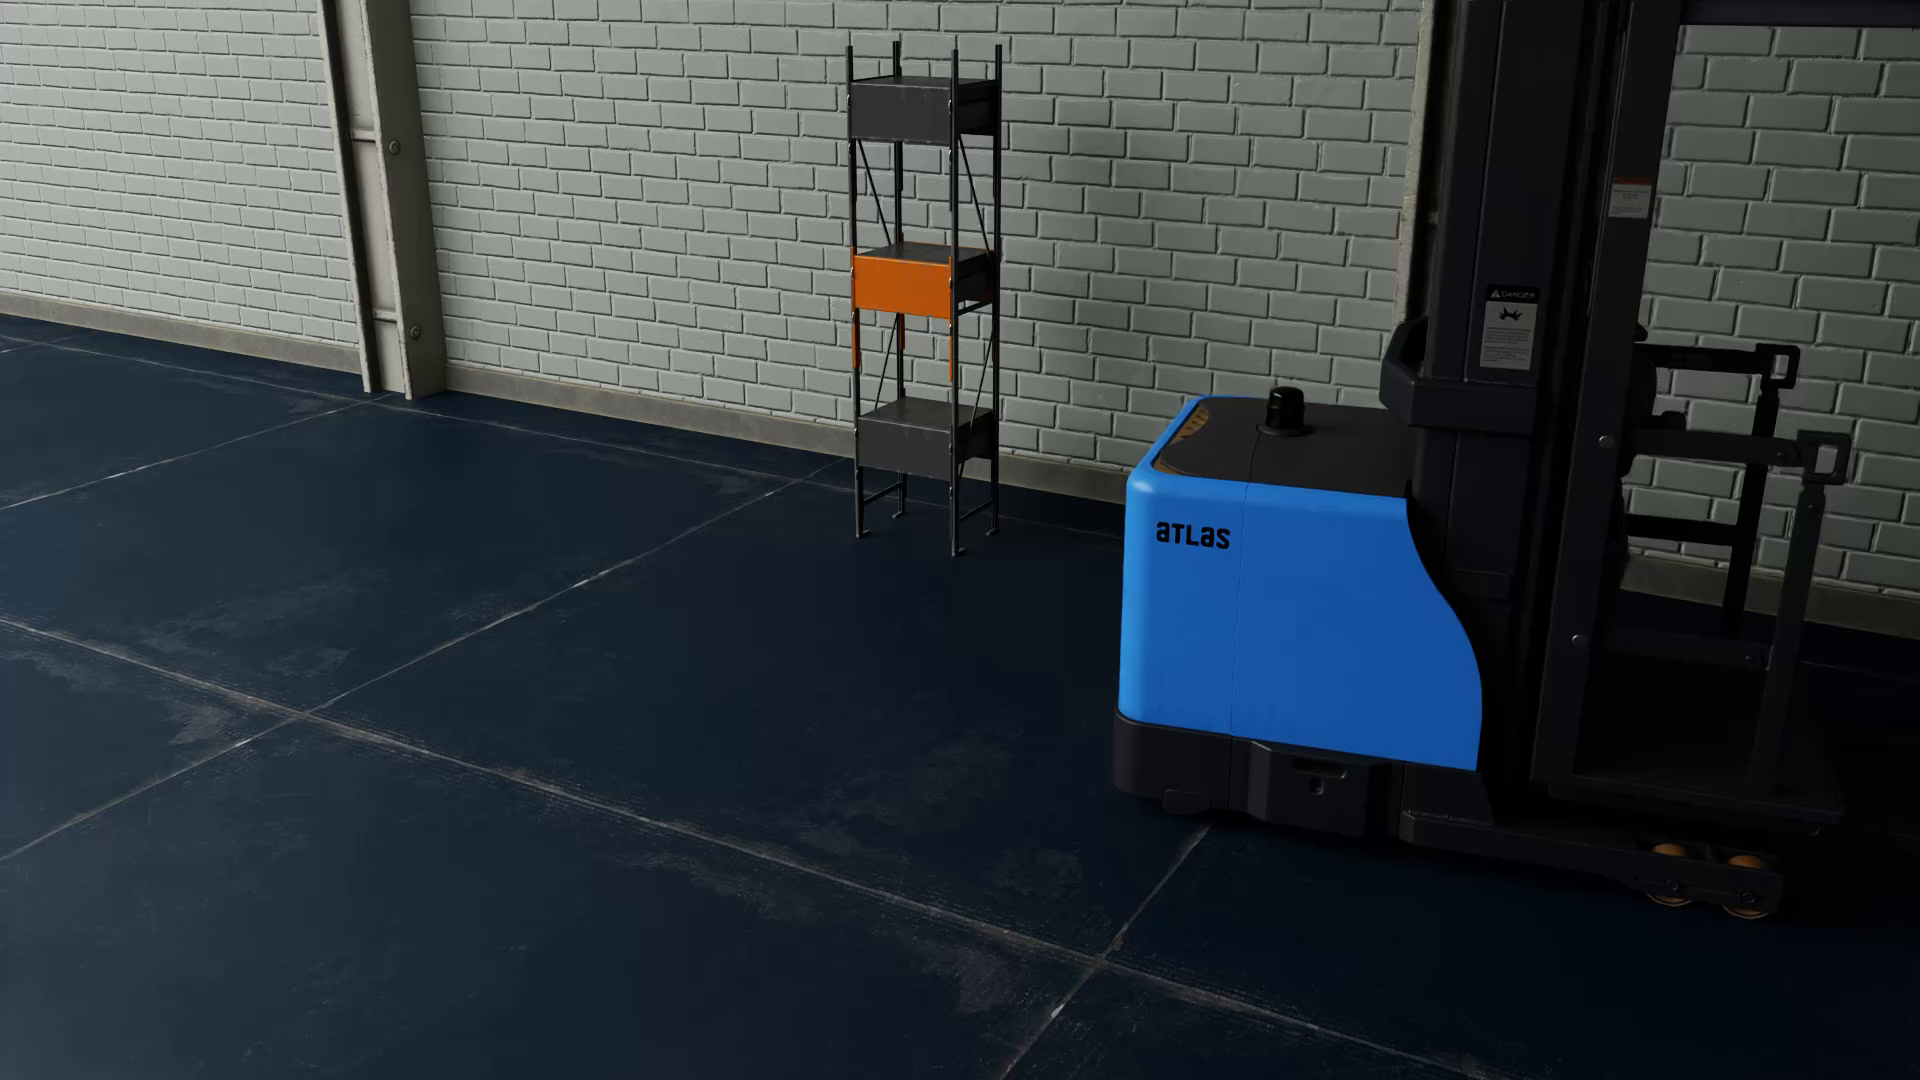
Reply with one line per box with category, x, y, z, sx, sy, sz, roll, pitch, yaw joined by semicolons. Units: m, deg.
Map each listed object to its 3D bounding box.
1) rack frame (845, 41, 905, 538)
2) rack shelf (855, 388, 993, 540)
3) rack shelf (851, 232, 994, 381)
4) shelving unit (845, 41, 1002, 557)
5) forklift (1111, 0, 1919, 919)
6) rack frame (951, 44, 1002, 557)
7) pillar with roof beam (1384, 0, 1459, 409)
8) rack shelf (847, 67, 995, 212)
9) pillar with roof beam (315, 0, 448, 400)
rack frame;-0.358;-1.055;7.195;0.015;2.100;0.400;11;23;27
rack shelf;-0.144;-0.344;7.326;0.480;0.518;0.431;11;23;27
rack shelf;-0.145;-1.002;7.088;0.480;0.518;0.431;11;23;27
shelving unit;-0.145;-1.015;7.083;0.503;2.100;0.431;11;23;27
forklift;2.041;-0.551;4.586;3.031;2.935;1.130;7;21;18
rack frame;0.069;-0.974;6.971;0.015;2.100;0.400;11;23;27
pillar with roof beam;-0.121;-2.839;1.994;0.400;9.000;9.100;11;23;27
rack shelf;-0.145;-1.660;6.849;0.480;0.518;0.431;11;23;27
pillar with roof beam;-5.359;-3.836;4.745;0.400;9.000;9.100;11;23;27
